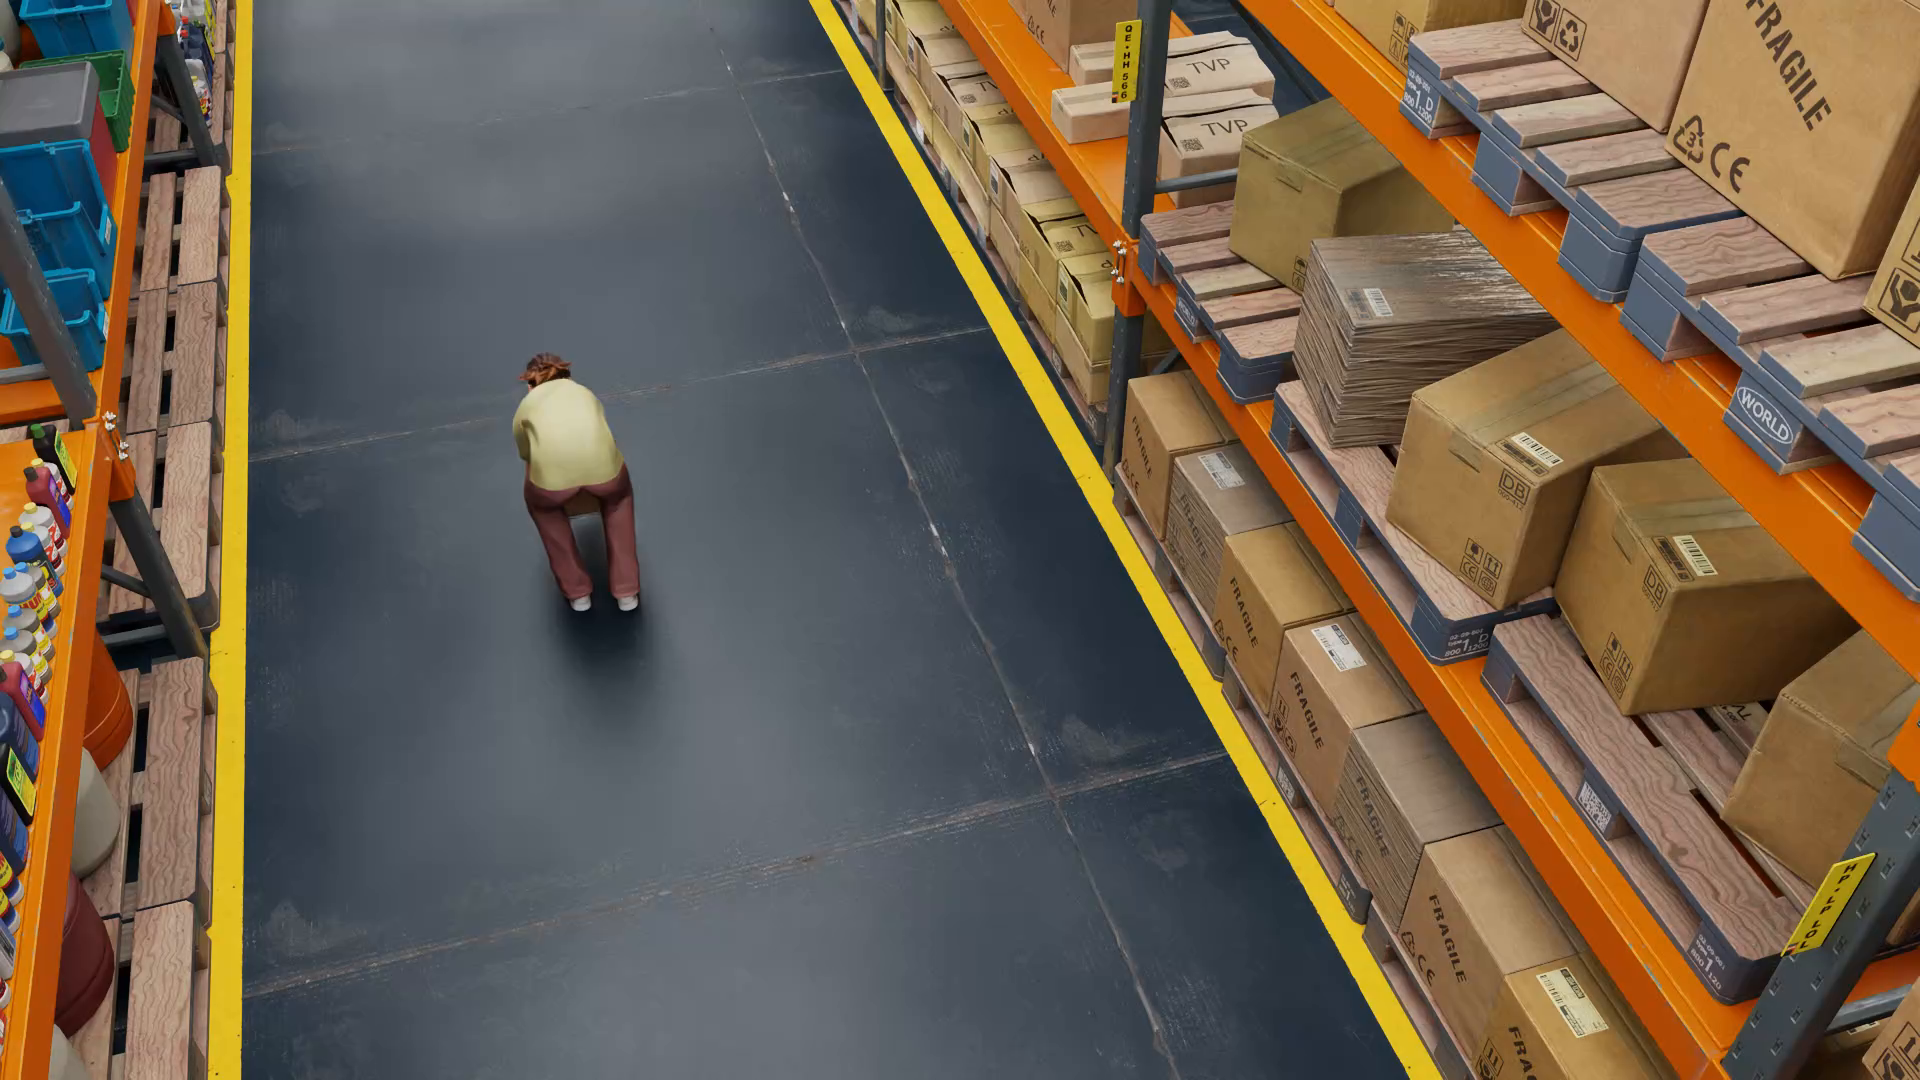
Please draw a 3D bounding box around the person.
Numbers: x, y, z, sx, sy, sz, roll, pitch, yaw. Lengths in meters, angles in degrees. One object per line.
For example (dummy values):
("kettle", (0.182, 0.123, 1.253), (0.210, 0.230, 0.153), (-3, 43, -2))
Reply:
("person", (-1.607, -0.242, 6.955), (0.436, 0.962, 0.865), (-14, 44, -15))
